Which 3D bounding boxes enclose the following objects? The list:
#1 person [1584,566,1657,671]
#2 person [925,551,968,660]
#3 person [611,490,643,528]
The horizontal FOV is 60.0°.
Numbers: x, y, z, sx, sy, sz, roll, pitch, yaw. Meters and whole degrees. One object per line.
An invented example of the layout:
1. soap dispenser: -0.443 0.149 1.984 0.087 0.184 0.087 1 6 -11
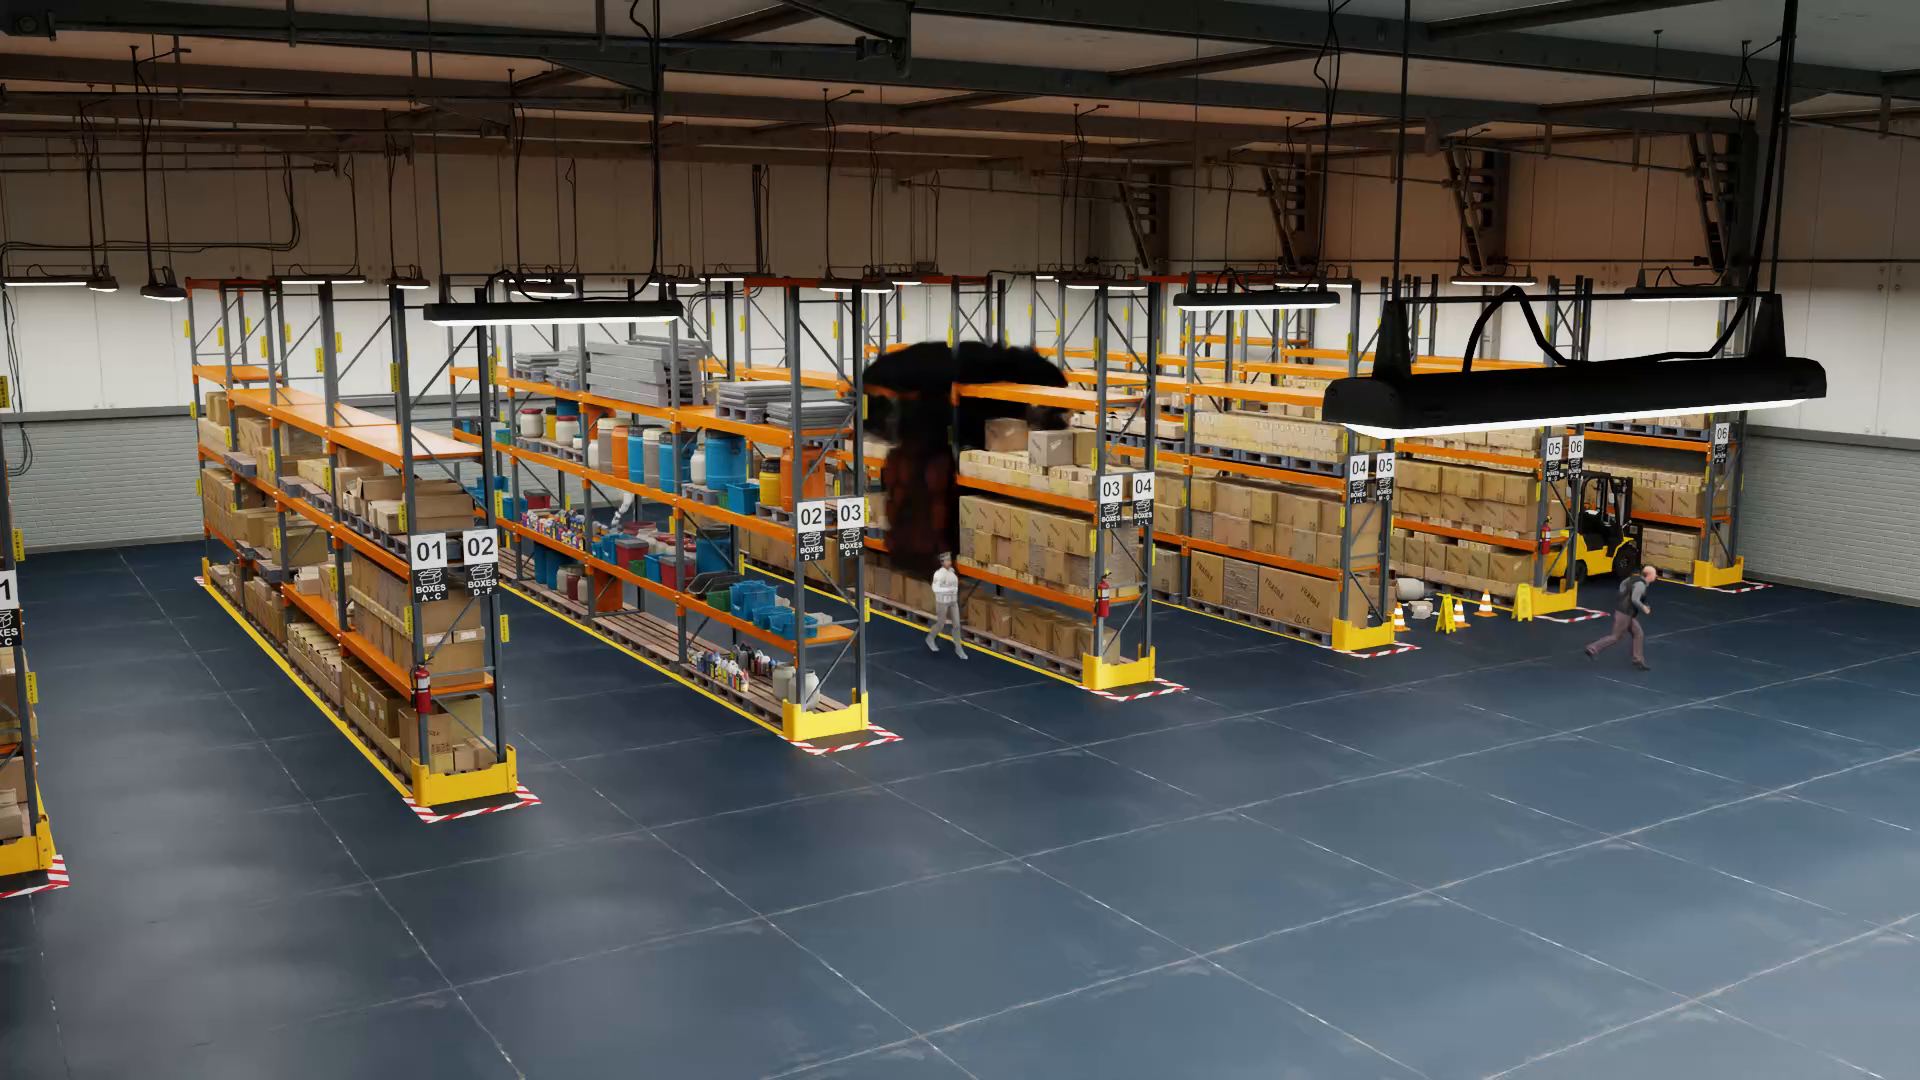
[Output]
1. person: 10.307 1.215 25.965 1.007 1.681 0.697 2 10 9
2. person: -0.222 1.021 26.730 0.606 1.717 0.874 -8 13 -41
3. person: -7.826 -1.092 39.240 0.875 1.848 0.633 -3 10 -19
